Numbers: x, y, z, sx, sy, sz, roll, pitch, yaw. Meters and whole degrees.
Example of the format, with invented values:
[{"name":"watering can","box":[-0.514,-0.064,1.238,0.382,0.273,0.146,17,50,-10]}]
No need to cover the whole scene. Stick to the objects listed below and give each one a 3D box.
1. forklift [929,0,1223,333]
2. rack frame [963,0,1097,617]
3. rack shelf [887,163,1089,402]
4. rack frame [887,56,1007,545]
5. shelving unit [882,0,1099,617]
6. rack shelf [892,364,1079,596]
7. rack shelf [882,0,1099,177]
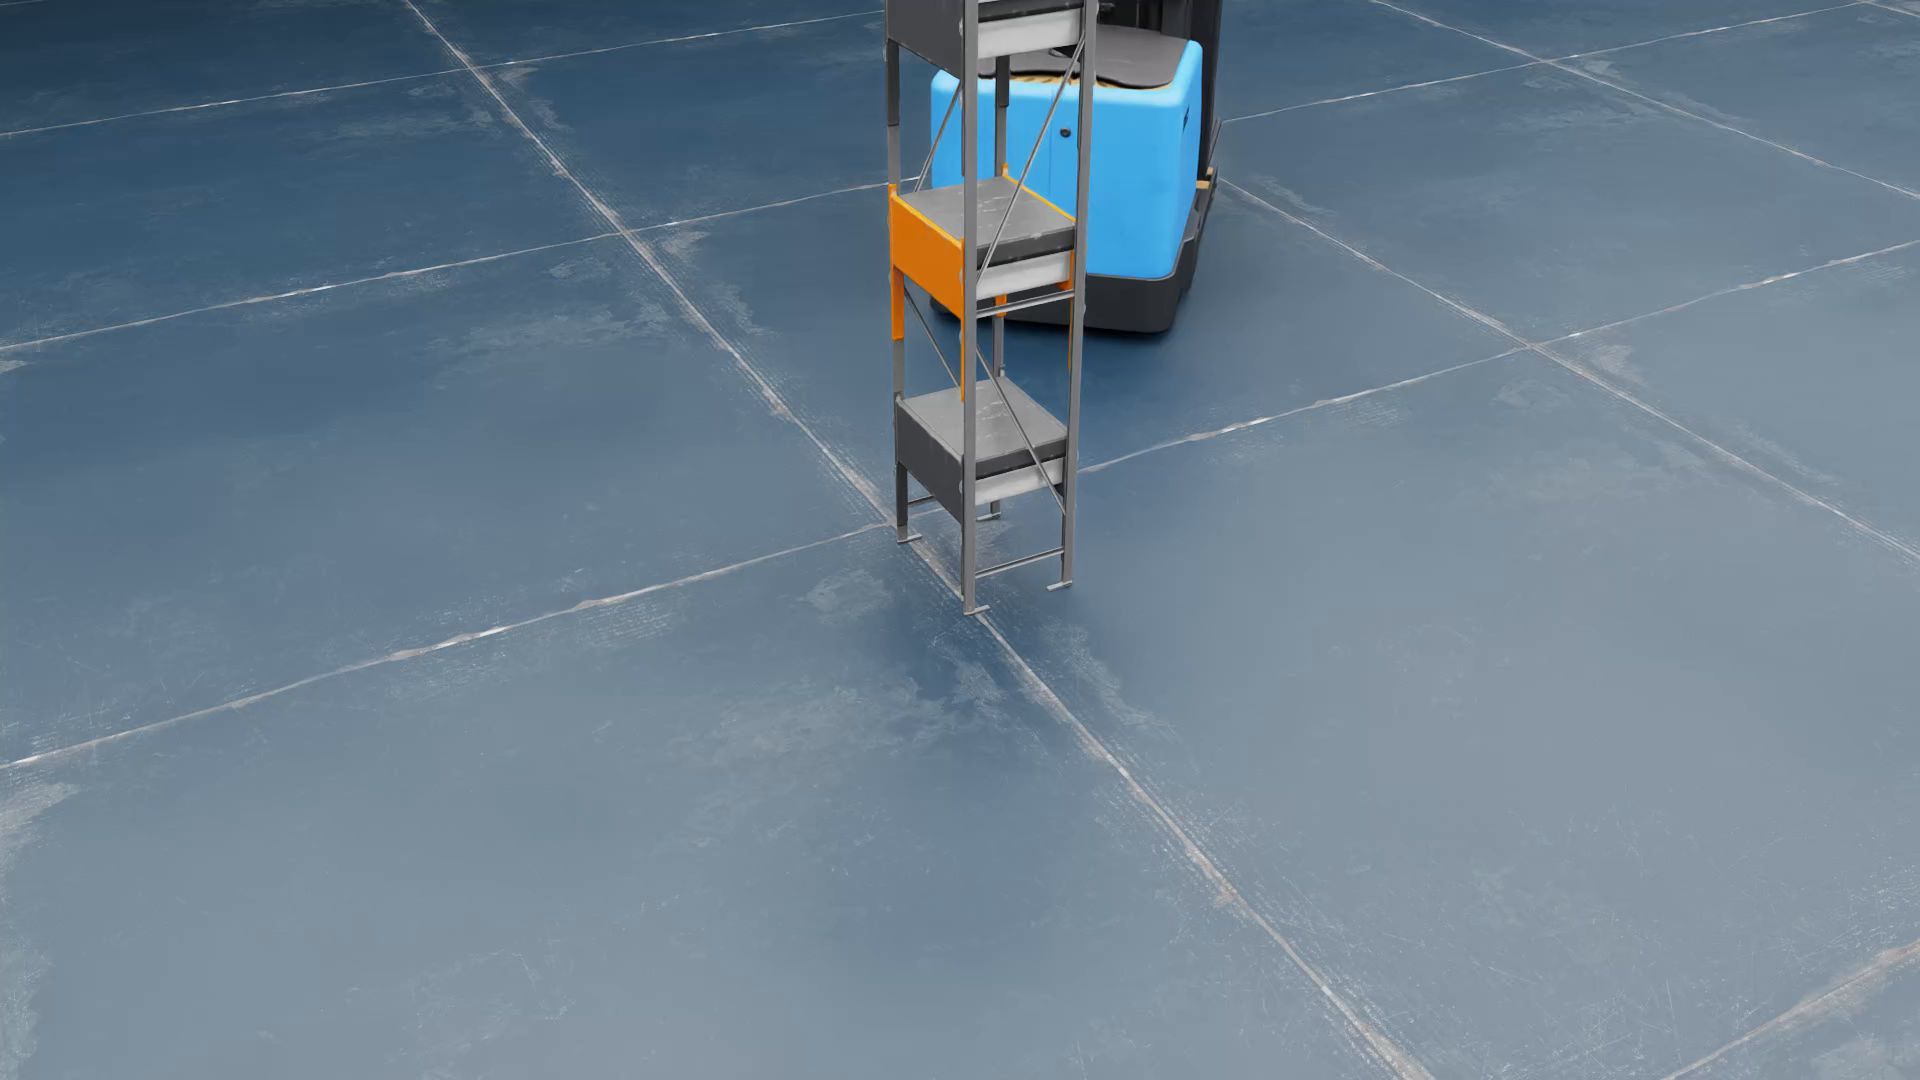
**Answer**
[{"name":"forklift","box":[0.693,-2.890,7.544,1.130,2.935,3.031,7,33,11]},{"name":"rack frame","box":[0.191,-0.689,4.879,0.400,2.100,0.015,-16,36,-23]},{"name":"rack shelf","box":[0.077,-0.794,5.068,0.431,0.518,0.480,-16,36,-23]},{"name":"rack frame","box":[-0.037,-0.922,5.242,0.400,2.100,0.015,-16,36,-23]},{"name":"shelving unit","box":[0.077,-0.805,5.060,0.431,2.100,0.503,-16,36,-23]},{"name":"rack shelf","box":[0.077,-0.204,5.445,0.431,0.518,0.480,-16,36,-23]},{"name":"rack shelf","box":[0.077,-1.383,4.690,0.431,0.518,0.480,-16,36,-23]}]
